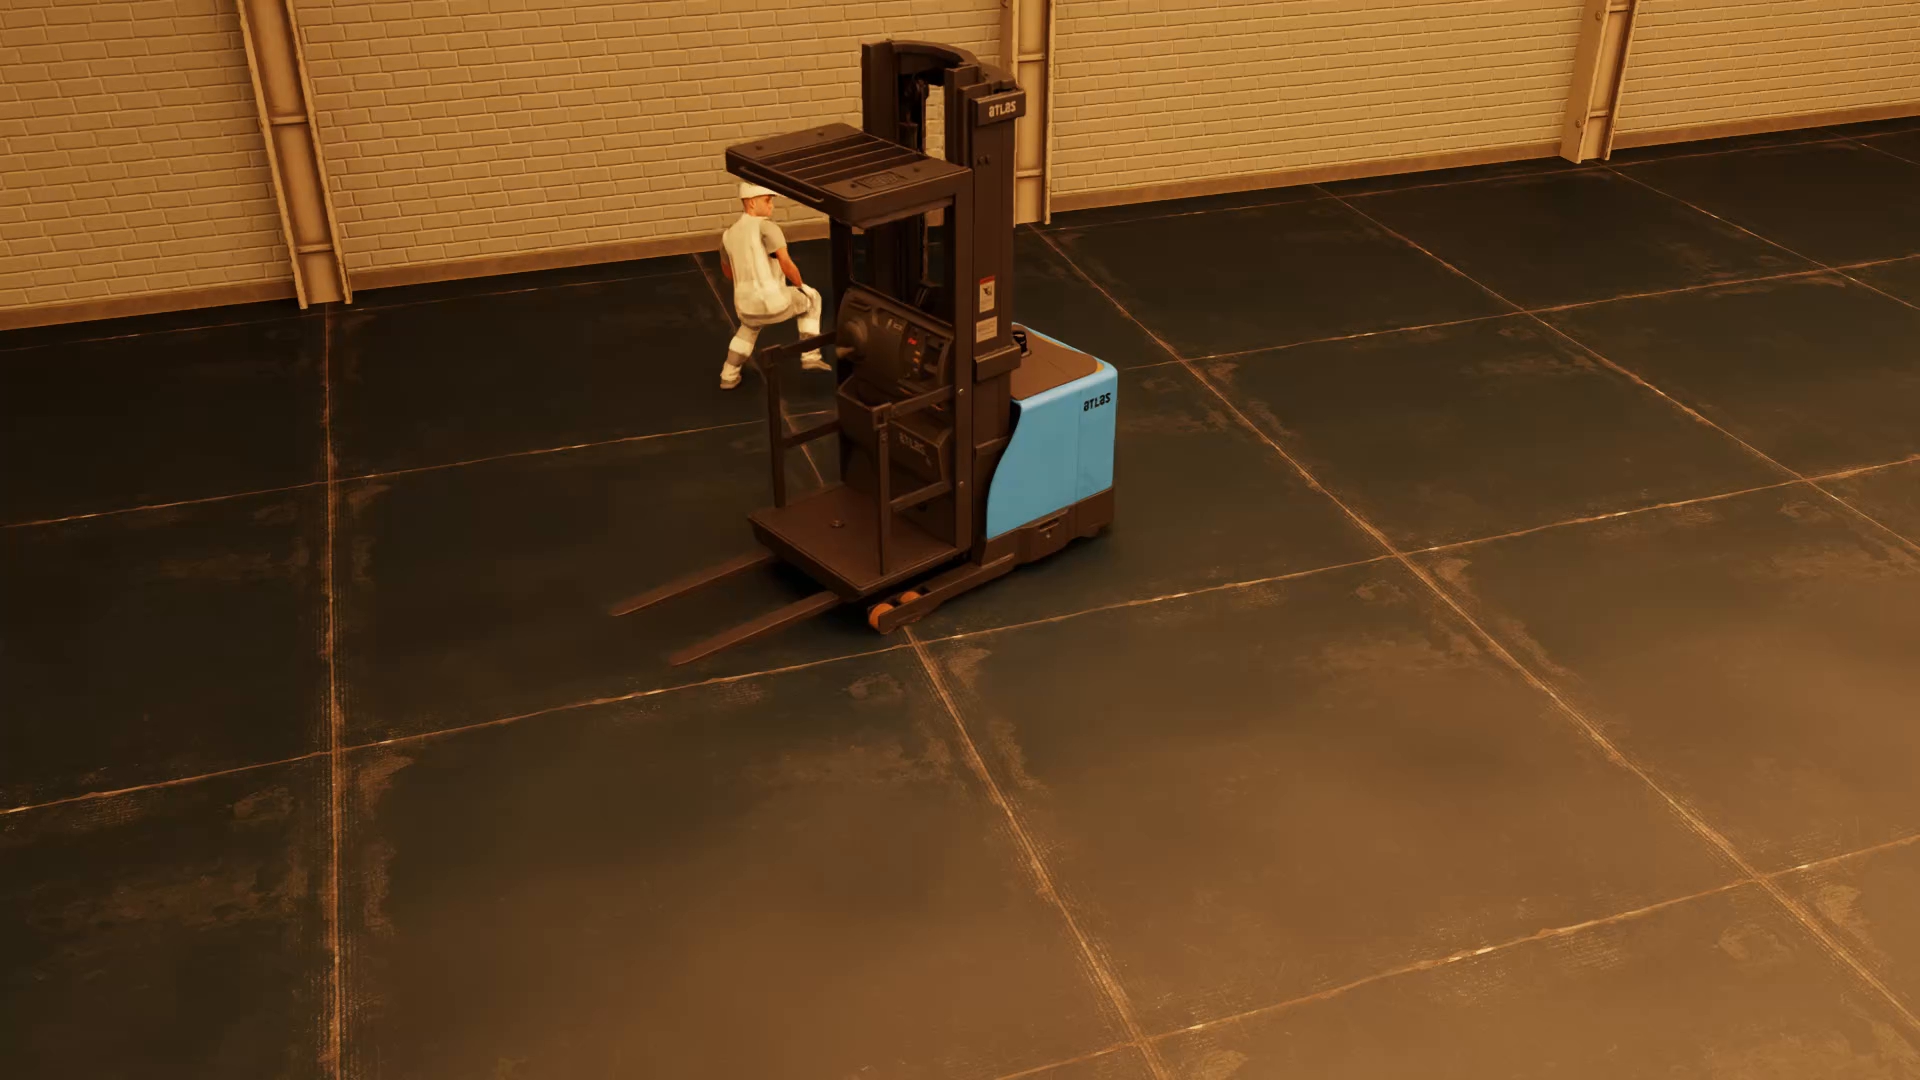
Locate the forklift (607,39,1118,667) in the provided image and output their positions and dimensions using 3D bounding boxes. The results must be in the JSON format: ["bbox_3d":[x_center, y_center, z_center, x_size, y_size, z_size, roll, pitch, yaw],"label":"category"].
[{"bbox_3d":[-0.522,-1.050,8.912,3.031,2.935,1.130,-23,37,-34],"label":"forklift"}]

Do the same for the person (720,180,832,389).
[{"bbox_3d":[-1.317,-1.743,11.581,0.811,1.536,0.680,12,32,20],"label":"person"}]
